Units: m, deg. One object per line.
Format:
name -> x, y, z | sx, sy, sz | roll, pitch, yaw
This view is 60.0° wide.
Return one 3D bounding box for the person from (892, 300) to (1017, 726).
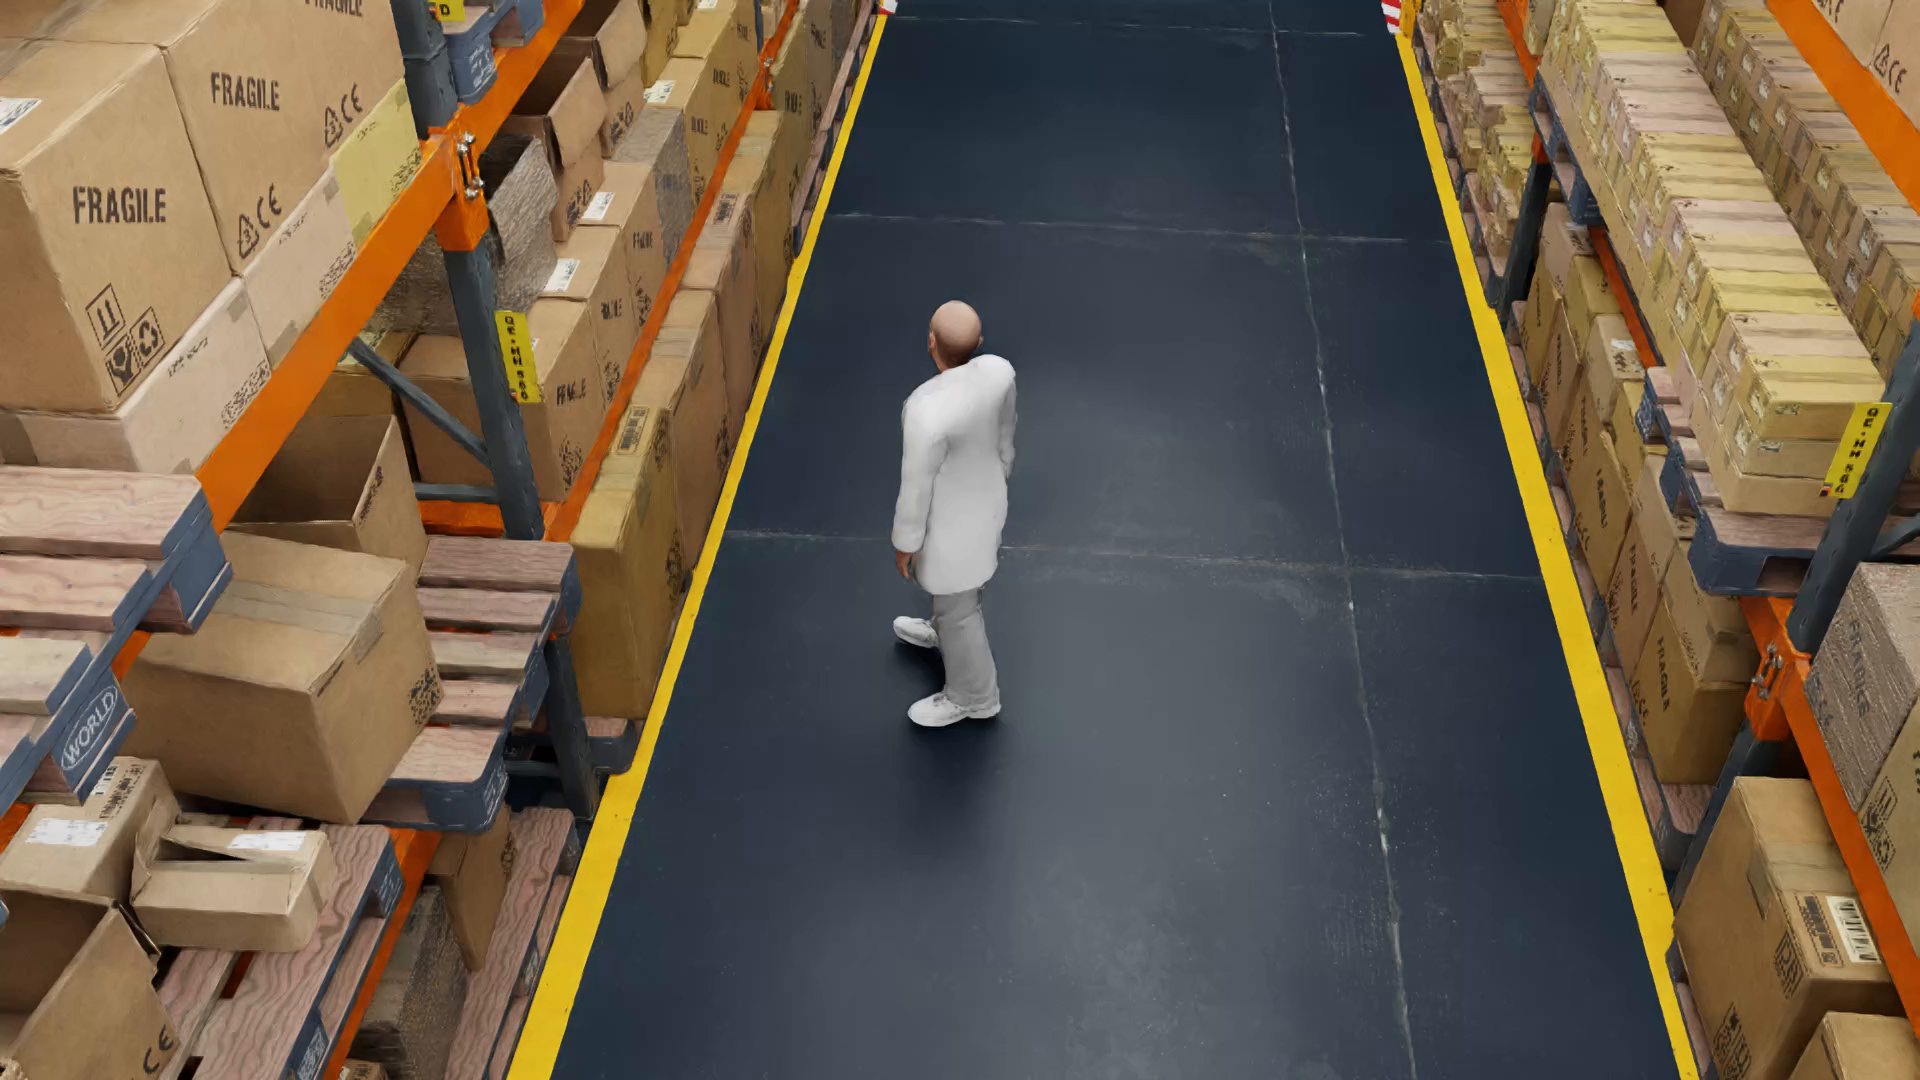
person -> -0.060, -0.136, 6.287 | 0.629, 1.777, 0.675 | 22, 44, 24
